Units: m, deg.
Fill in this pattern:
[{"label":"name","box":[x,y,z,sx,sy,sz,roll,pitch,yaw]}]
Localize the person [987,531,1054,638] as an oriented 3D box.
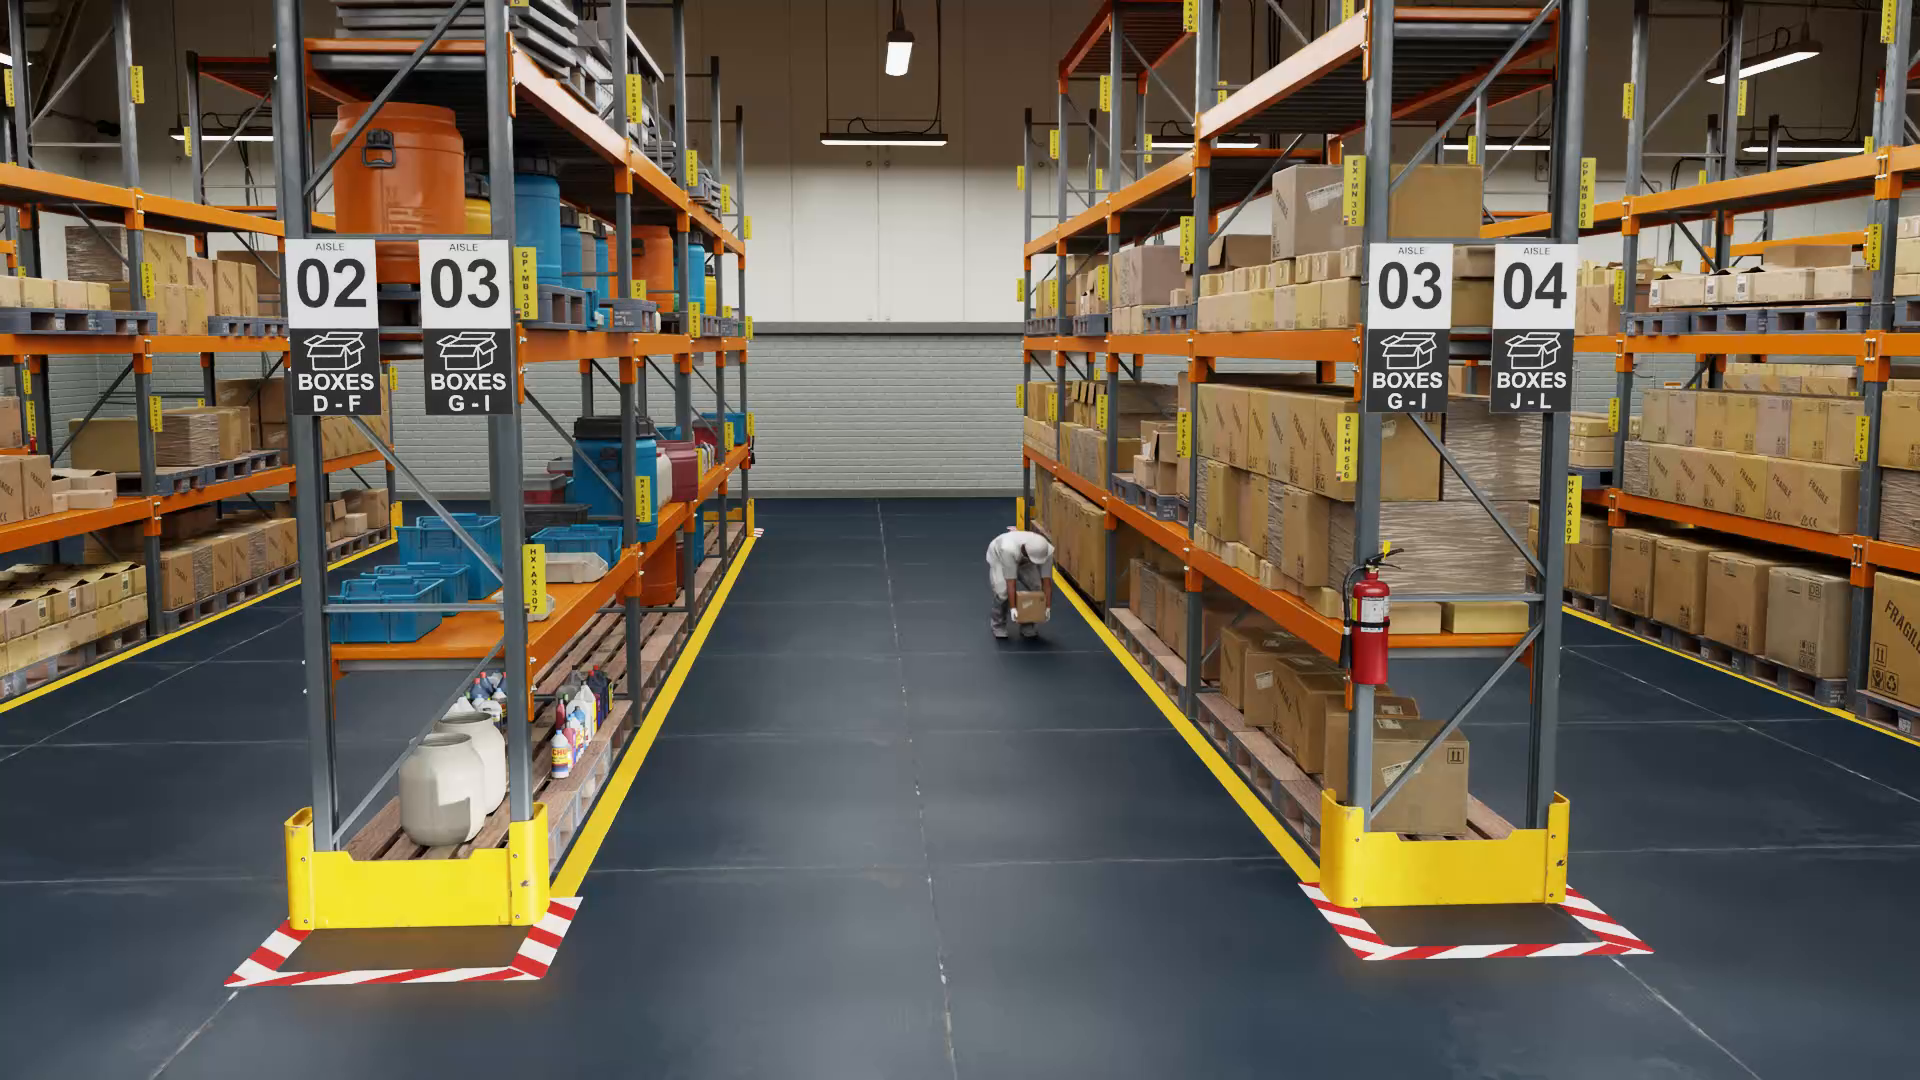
[{"label":"person","box":[0.577,0.415,15.404,0.544,1.019,0.977,-2,7,-18]}]
